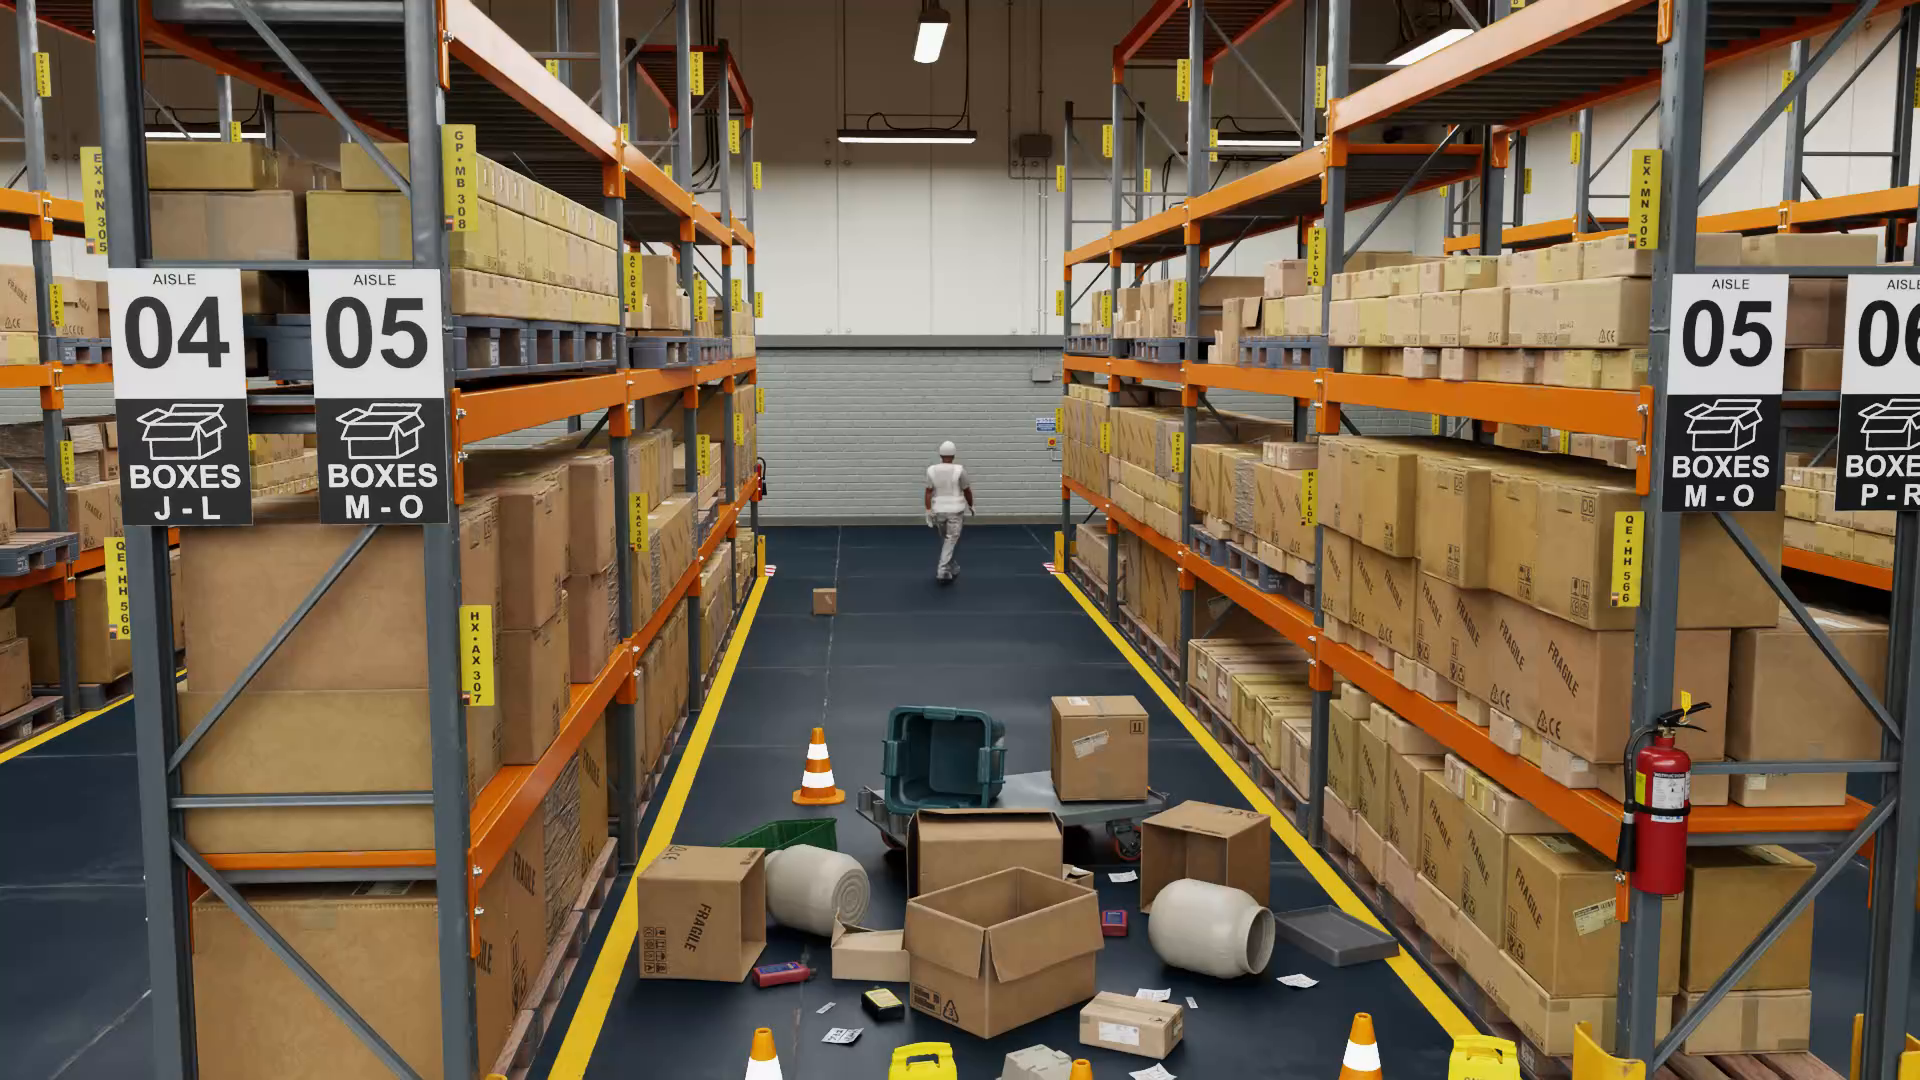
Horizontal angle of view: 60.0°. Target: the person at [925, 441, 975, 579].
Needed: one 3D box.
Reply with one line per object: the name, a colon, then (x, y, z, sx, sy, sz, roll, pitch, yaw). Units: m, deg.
person: (-0.107, -0.376, 20.821, 0.545, 1.735, 1.037, 3, 7, 23)
